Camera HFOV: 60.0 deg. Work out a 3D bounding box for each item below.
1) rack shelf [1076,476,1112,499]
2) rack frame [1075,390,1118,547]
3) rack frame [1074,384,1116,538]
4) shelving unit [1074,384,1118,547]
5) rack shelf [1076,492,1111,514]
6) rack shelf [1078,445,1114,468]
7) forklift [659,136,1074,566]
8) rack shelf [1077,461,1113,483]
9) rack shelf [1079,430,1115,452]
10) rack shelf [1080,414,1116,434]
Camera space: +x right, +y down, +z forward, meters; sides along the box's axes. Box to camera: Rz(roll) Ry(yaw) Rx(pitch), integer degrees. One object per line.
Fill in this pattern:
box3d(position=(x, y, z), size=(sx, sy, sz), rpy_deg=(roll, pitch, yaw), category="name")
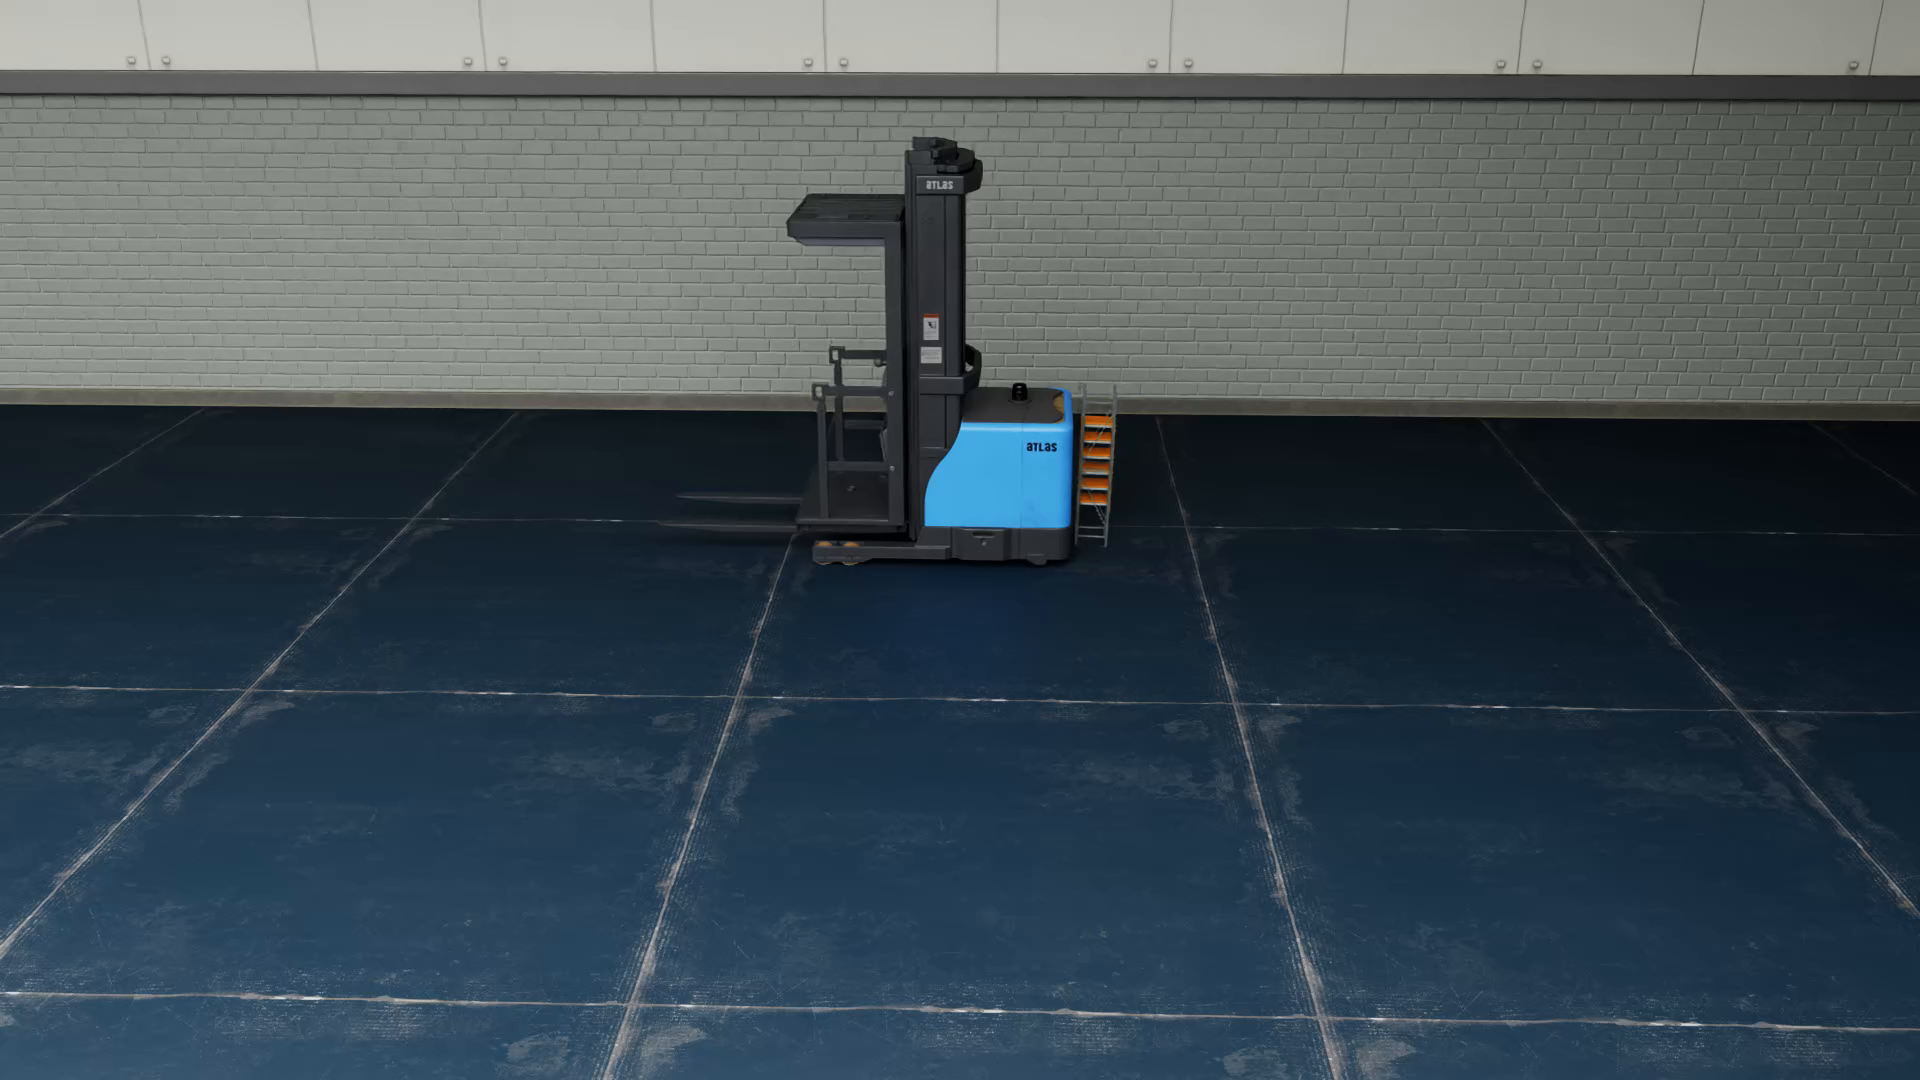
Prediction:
box3d(position=(0.992, -0.391, 12.319), size=(0.258, 0.103, 0.180), rpy_deg=(3, 21, 2), category="rack shelf")
box3d(position=(0.994, -0.511, 12.175), size=(0.240, 1.200, 0.006), rpy_deg=(3, 21, 2), category="rack frame")
box3d(position=(1.002, -0.577, 12.345), size=(0.240, 1.200, 0.006), rpy_deg=(3, 21, 2), category="rack frame")
box3d(position=(0.998, -0.544, 12.260), size=(0.258, 1.200, 0.189), rpy_deg=(3, 21, 2), category="shelving unit")
box3d(position=(0.989, -0.279, 12.363), size=(0.258, 0.103, 0.180), rpy_deg=(3, 21, 2), category="rack shelf")
box3d(position=(1.000, -0.614, 12.232), size=(0.258, 0.103, 0.180), rpy_deg=(3, 21, 2), category="rack shelf")
box3d(position=(-0.683, -1.369, 12.005), size=(3.031, 2.935, 1.130), rpy_deg=(1, 21, 3), category="forklift")
box3d(position=(0.996, -0.502, 12.276), size=(0.258, 0.103, 0.180), rpy_deg=(3, 21, 2), category="rack shelf")
box3d(position=(1.004, -0.726, 12.189), size=(0.258, 0.103, 0.180), rpy_deg=(3, 21, 2), category="rack shelf")
box3d(position=(1.008, -0.838, 12.145), size=(0.258, 0.103, 0.180), rpy_deg=(3, 21, 2), category="rack shelf")
